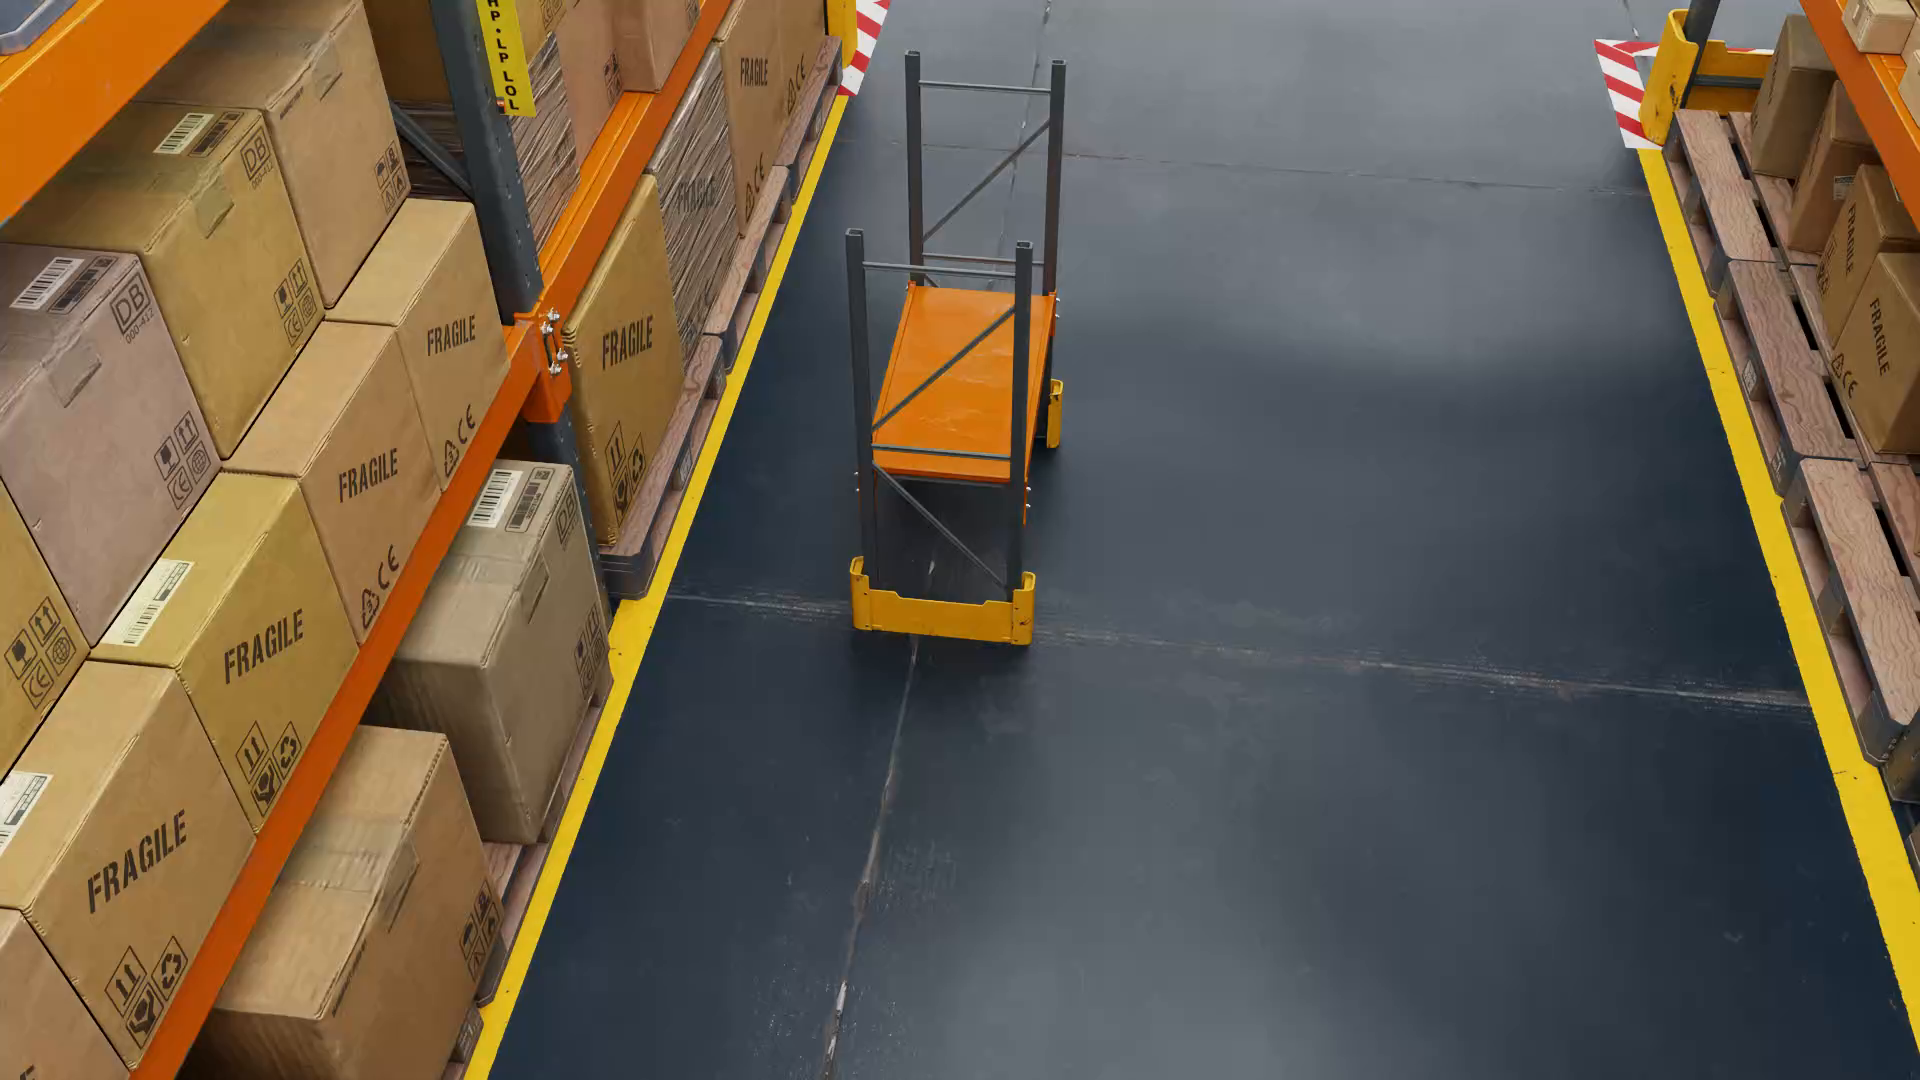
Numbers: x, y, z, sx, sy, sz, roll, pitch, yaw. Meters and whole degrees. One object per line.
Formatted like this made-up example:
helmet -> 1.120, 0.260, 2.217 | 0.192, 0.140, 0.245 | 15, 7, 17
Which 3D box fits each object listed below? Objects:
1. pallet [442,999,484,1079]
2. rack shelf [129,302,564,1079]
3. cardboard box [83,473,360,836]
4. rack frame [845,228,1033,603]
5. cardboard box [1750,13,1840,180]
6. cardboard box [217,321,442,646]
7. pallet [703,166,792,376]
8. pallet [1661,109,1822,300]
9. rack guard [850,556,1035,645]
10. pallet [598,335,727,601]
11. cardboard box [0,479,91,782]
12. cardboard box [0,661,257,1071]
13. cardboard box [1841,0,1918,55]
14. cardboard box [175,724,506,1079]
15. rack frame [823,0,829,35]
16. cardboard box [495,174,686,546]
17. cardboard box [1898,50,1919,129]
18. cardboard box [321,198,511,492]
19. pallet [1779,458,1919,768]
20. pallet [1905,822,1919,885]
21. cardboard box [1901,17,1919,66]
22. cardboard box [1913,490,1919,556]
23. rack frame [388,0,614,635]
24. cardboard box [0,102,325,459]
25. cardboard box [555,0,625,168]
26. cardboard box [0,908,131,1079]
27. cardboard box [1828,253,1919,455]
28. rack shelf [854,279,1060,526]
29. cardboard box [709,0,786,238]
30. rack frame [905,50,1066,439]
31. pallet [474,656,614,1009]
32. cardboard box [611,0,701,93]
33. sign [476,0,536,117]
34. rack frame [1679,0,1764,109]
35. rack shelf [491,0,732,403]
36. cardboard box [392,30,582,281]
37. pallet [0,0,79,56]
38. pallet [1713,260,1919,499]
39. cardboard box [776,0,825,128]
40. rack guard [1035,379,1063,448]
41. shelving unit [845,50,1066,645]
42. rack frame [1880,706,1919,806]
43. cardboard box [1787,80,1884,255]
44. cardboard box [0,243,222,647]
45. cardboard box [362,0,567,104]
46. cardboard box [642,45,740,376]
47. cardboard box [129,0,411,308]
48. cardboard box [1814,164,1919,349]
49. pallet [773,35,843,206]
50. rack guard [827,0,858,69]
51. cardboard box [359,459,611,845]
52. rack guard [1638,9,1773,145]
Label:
pallet -> -1.828, 1.553, 3.957 | 1.003, 0.211, 1.213 | 5, 44, 6
rack shelf -> -1.906, 0.798, 3.249 | 1.077, 0.370, 4.000 | 5, 44, 6
cardboard box -> -1.579, 0.206, 3.278 | 0.500, 0.500, 0.500 | 6, 44, 6
rack frame -> -0.056, -0.256, 4.930 | 0.500, 1.500, 0.032 | 5, 44, 6
cardboard box -> 3.691, -1.853, 7.038 | 0.500, 0.500, 0.500 | 13, 45, 13
cardboard box -> -1.513, -0.138, 3.642 | 0.500, 0.500, 0.500 | 5, 44, 5
pallet -> -1.305, -1.159, 6.820 | 1.003, 0.211, 1.213 | 5, 44, 6
pallet -> 3.638, -1.418, 7.094 | 1.003, 0.211, 1.213 | 5, 44, 6
rack guard -> -0.056, 0.197, 5.360 | 0.587, 0.250, 0.087 | 5, 44, 6
pallet -> -1.464, -0.325, 5.940 | 1.003, 0.211, 1.213 | 5, 44, 6
cardboard box -> -1.903, 0.152, 2.608 | 0.700, 0.500, 0.500 | 5, 44, 5
cardboard box -> -1.644, 0.552, 2.912 | 0.500, 0.500, 0.500 | 5, 44, 5
cardboard box -> 3.222, -1.755, 5.605 | 0.380, 0.149, 0.250 | 5, 44, 6
cardboard box -> -1.766, 0.926, 3.921 | 1.050, 0.750, 0.750 | 5, 44, 6
rack frame -> -1.113, -3.552, 7.320 | 1.000, 3.000, 0.127 | 5, 44, 6
cardboard box -> -1.489, -0.630, 5.473 | 0.875, 0.875, 0.875 | 6, 44, 6
cardboard box -> 3.211, -1.410, 5.240 | 0.380, 0.149, 0.250 | 5, 44, 6
cardboard box -> -1.446, -0.483, 4.005 | 0.500, 0.500, 0.500 | 5, 44, 5
pallet -> 3.315, 0.245, 5.338 | 1.003, 0.211, 1.213 | 5, 44, 6
pallet -> 3.160, 1.237, 4.290 | 1.003, 0.211, 1.213 | 5, 44, 6
cardboard box -> 3.320, -1.573, 5.412 | 0.380, 0.149, 0.250 | 5, 44, 6
cardboard box -> 3.422, -0.211, 5.304 | 0.500, 0.500, 0.500 | 19, 46, 19
rack frame -> -1.642, -0.826, 4.441 | 1.000, 3.000, 0.127 | 5, 44, 6
cardboard box -> -1.768, -0.536, 3.335 | 0.700, 0.500, 0.500 | 5, 44, 5
cardboard box -> -1.555, -1.510, 5.054 | 0.875, 0.550, 0.550 | 5, 44, 6
cardboard box -> -1.712, 0.892, 2.554 | 0.500, 0.500, 0.500 | 5, 44, 5
cardboard box -> 3.426, -0.642, 5.759 | 0.500, 0.500, 0.500 | 2, 43, 2
rack shelf -> 0.011, -0.472, 5.419 | 0.538, 0.185, 1.000 | 5, 44, 6
cardboard box -> -1.251, -1.865, 6.778 | 0.875, 0.875, 0.875 | 5, 44, 5
rack frame -> 0.078, -0.949, 5.662 | 0.500, 1.500, 0.032 | 5, 44, 6
pallet -> -1.669, 0.719, 4.837 | 1.003, 0.211, 1.213 | 5, 44, 6
cardboard box -> -1.366, -1.868, 5.432 | 0.875, 0.550, 0.550 | 5, 44, 6
sign -> -1.103, -1.175, 4.025 | 0.100, 0.325, 0.005 | 5, 44, 6
rack frame -> 3.790, -3.033, 6.771 | 1.000, 3.000, 0.127 | 5, 44, 6
rack shelf -> -1.377, -1.928, 6.128 | 1.077, 0.370, 4.000 | 5, 44, 6
cardboard box -> -1.605, -1.133, 4.656 | 0.875, 0.550, 0.550 | 5, 44, 6
pallet -> -1.714, -1.217, 2.811 | 0.805, 0.209, 1.217 | 4, 44, 4
pallet -> 3.474, -0.589, 6.218 | 1.003, 0.211, 1.213 | 5, 44, 6
cardboard box -> -1.137, -2.465, 7.412 | 0.875, 0.875, 0.875 | 5, 44, 6
rack guard -> 0.076, -0.482, 6.077 | 0.587, 0.250, 0.087 | 5, 44, 6
shelving unit -> 0.010, -0.597, 5.289 | 0.587, 1.500, 1.083 | 5, 44, 6
rack frame -> 3.261, -0.307, 3.892 | 1.000, 3.000, 0.127 | 5, 44, 6
cardboard box -> 3.646, -1.443, 6.605 | 0.500, 0.500, 0.500 | 16, 46, 16
cardboard box -> -1.835, -0.192, 2.971 | 0.700, 0.500, 0.500 | 6, 44, 6
cardboard box -> -1.559, -1.521, 4.280 | 0.875, 0.550, 0.550 | 5, 44, 6
cardboard box -> -1.374, -1.244, 6.122 | 0.875, 0.875, 0.875 | 6, 44, 6
cardboard box -> -1.702, -0.887, 3.705 | 0.700, 0.500, 0.500 | 5, 44, 5
cardboard box -> 3.544, -1.018, 6.156 | 0.500, 0.500, 0.500 | 9, 44, 9
pallet -> -1.141, -1.988, 7.696 | 1.003, 0.211, 1.213 | 5, 44, 6
rack guard -> -1.110, -2.661, 8.197 | 1.175, 0.500, 0.348 | 5, 44, 6
cardboard box -> -1.635, 0.269, 4.615 | 1.050, 0.750, 0.750 | 5, 44, 5
rack guard -> 3.780, -2.073, 7.576 | 1.175, 0.500, 0.348 | 5, 44, 6
